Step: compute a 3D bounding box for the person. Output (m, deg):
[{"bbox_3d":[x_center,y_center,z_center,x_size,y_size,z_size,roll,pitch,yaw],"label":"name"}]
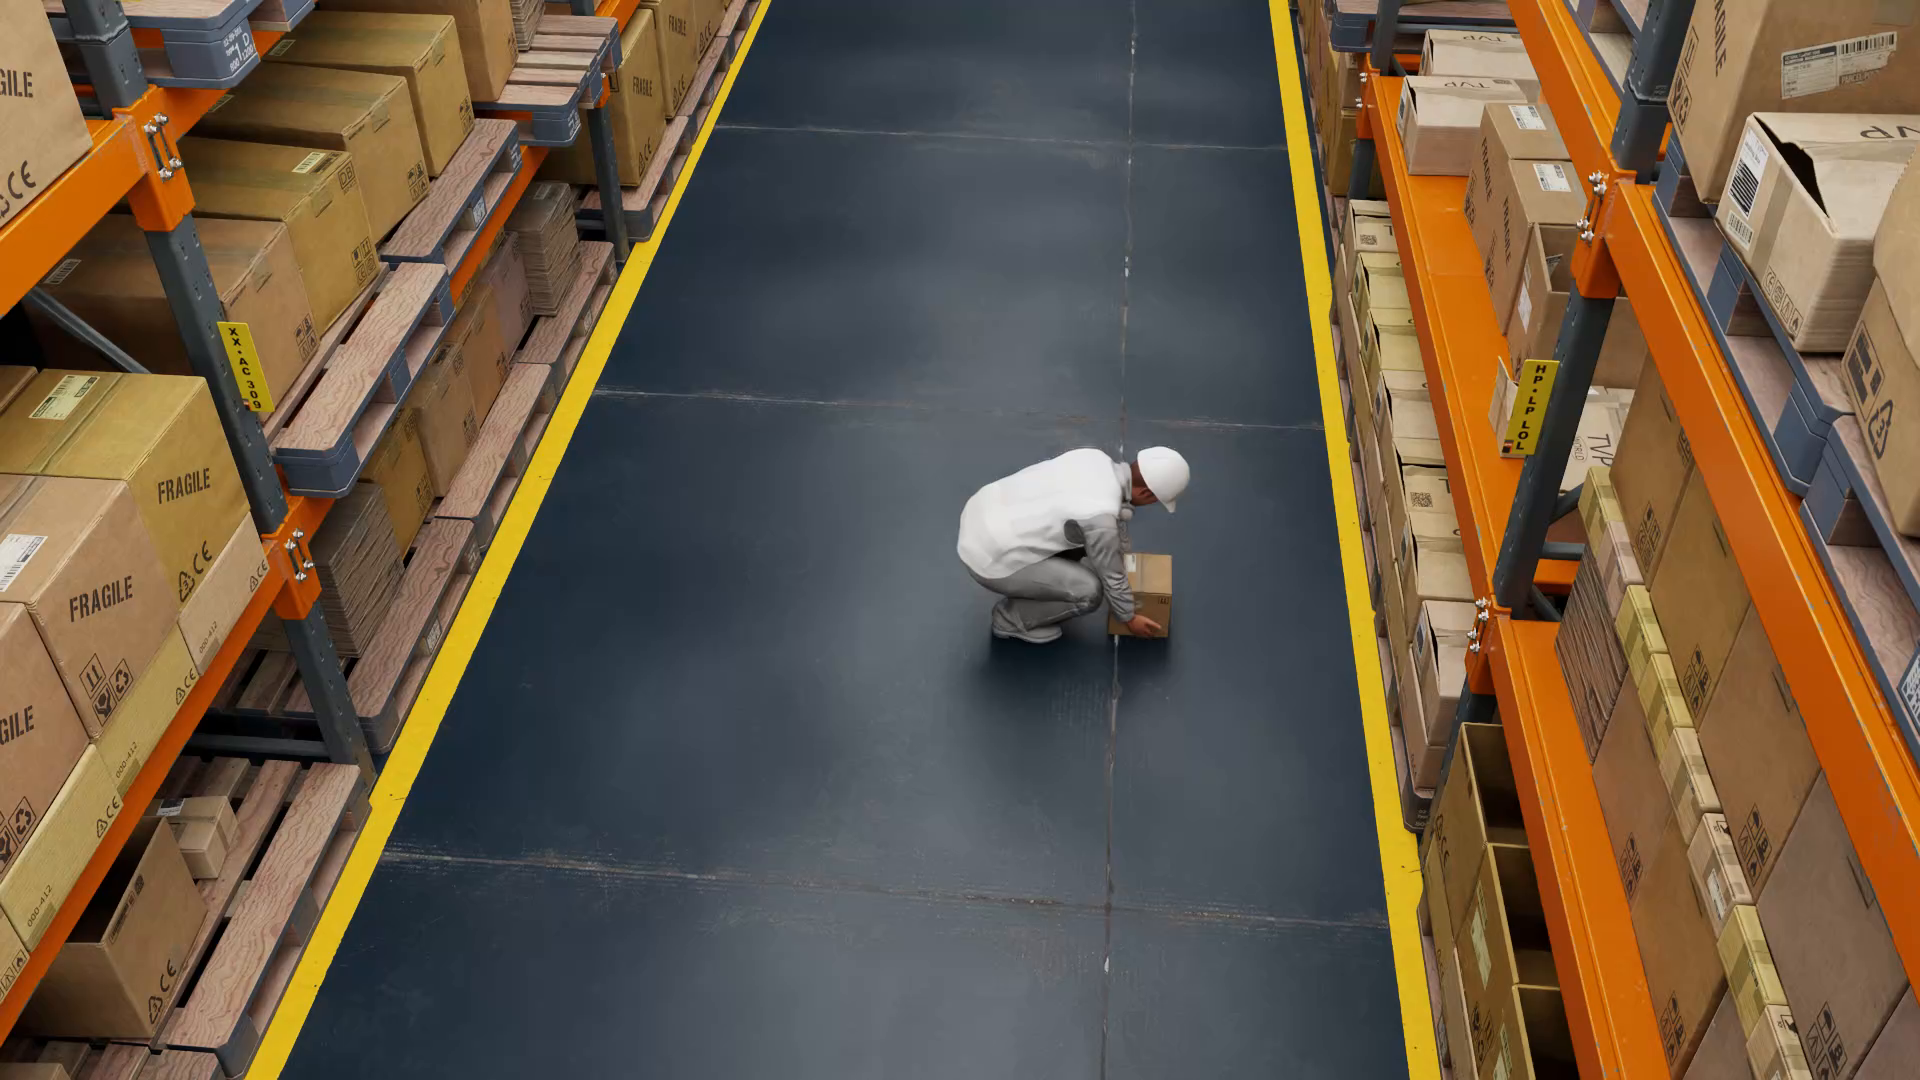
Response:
[{"bbox_3d":[0.458,-0.002,6.881,0.925,0.870,0.529,3,40,4],"label":"person"}]
